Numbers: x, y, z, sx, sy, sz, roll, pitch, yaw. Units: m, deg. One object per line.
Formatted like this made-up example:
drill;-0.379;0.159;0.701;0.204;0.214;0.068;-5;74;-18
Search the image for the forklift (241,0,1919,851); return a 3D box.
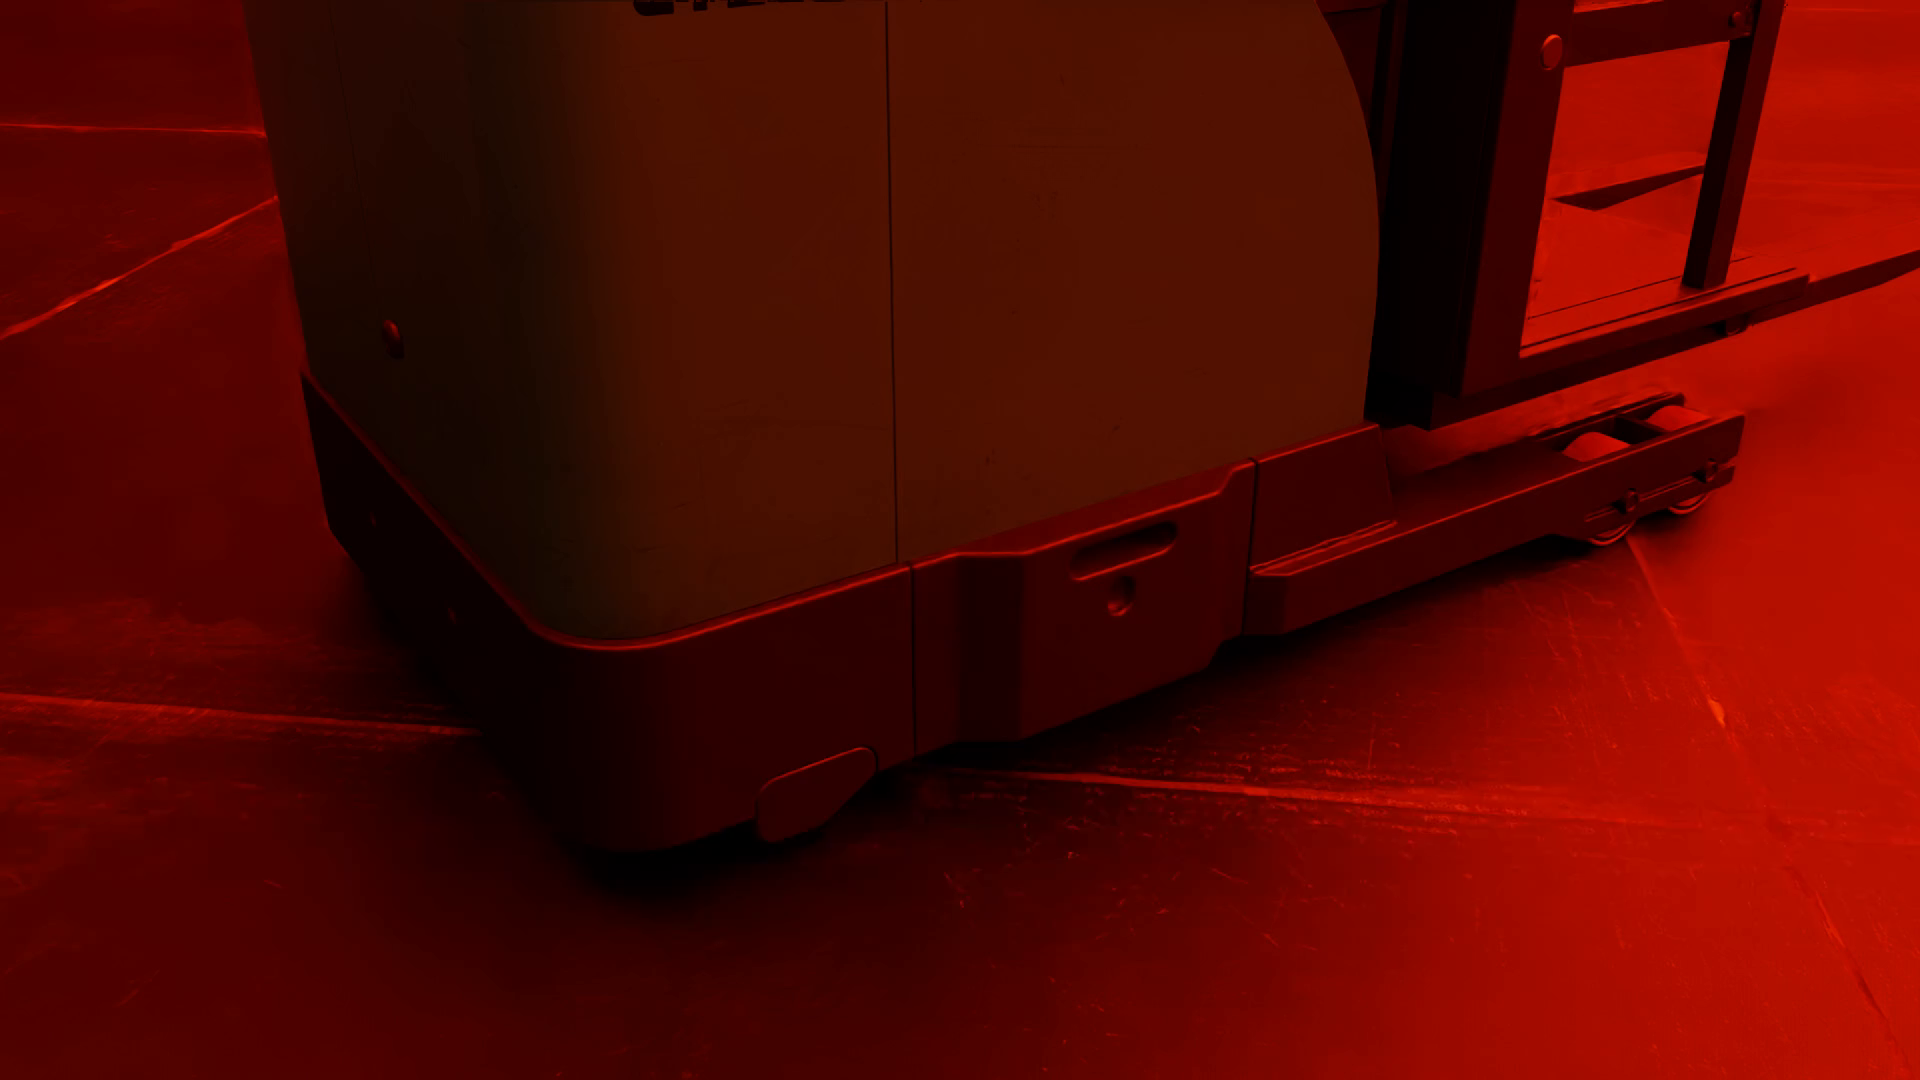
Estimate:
forklift;0.598;-1.481;2.186;3.031;2.935;1.130;-17;31;-30
